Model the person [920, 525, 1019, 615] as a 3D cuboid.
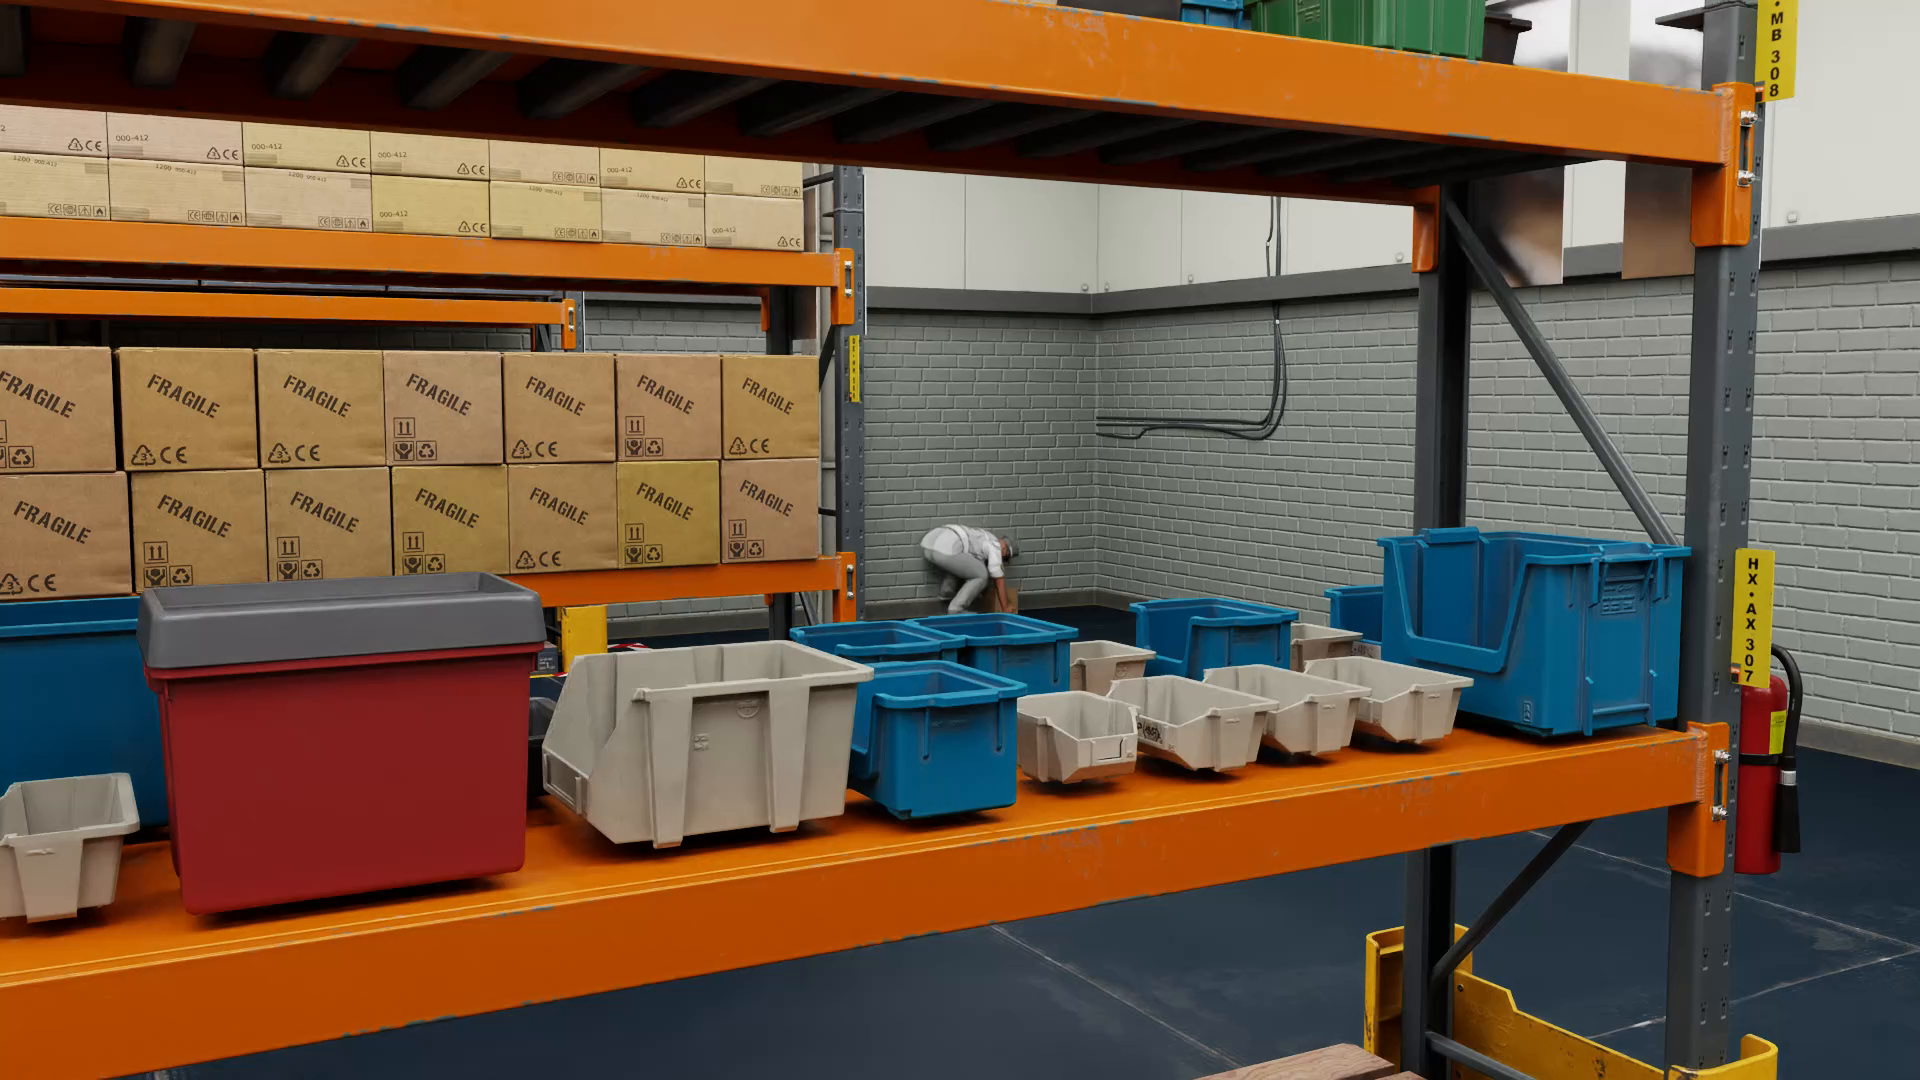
[{"bbox_3d":[0.110,0.295,15.915,1.026,0.901,0.542,-3,6,-31],"label":"person"}]
